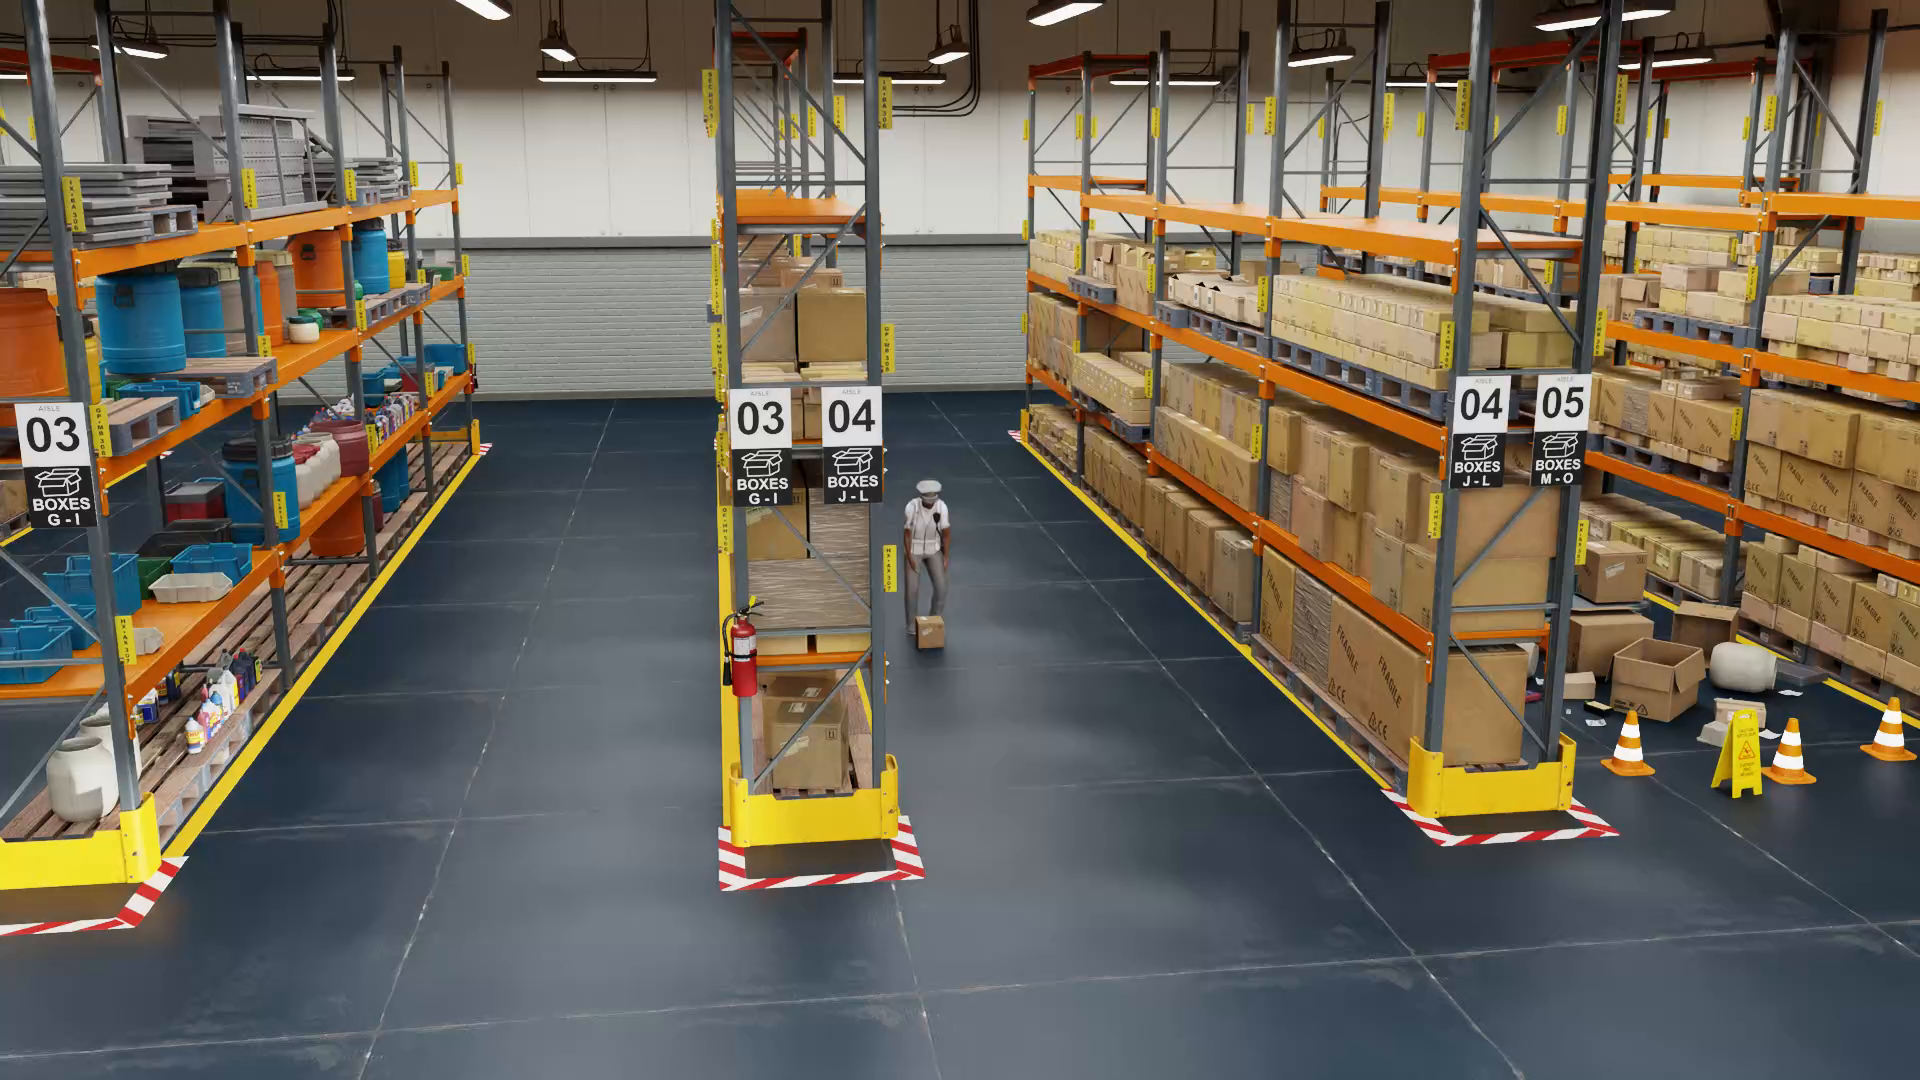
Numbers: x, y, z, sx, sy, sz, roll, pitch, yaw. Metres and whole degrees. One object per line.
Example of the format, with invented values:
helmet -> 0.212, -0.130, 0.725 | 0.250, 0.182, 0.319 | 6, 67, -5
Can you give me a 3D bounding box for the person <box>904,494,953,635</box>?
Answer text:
person -> -0.310, 0.241, 16.476 | 0.493, 1.440, 0.548 | -2, 13, -8
